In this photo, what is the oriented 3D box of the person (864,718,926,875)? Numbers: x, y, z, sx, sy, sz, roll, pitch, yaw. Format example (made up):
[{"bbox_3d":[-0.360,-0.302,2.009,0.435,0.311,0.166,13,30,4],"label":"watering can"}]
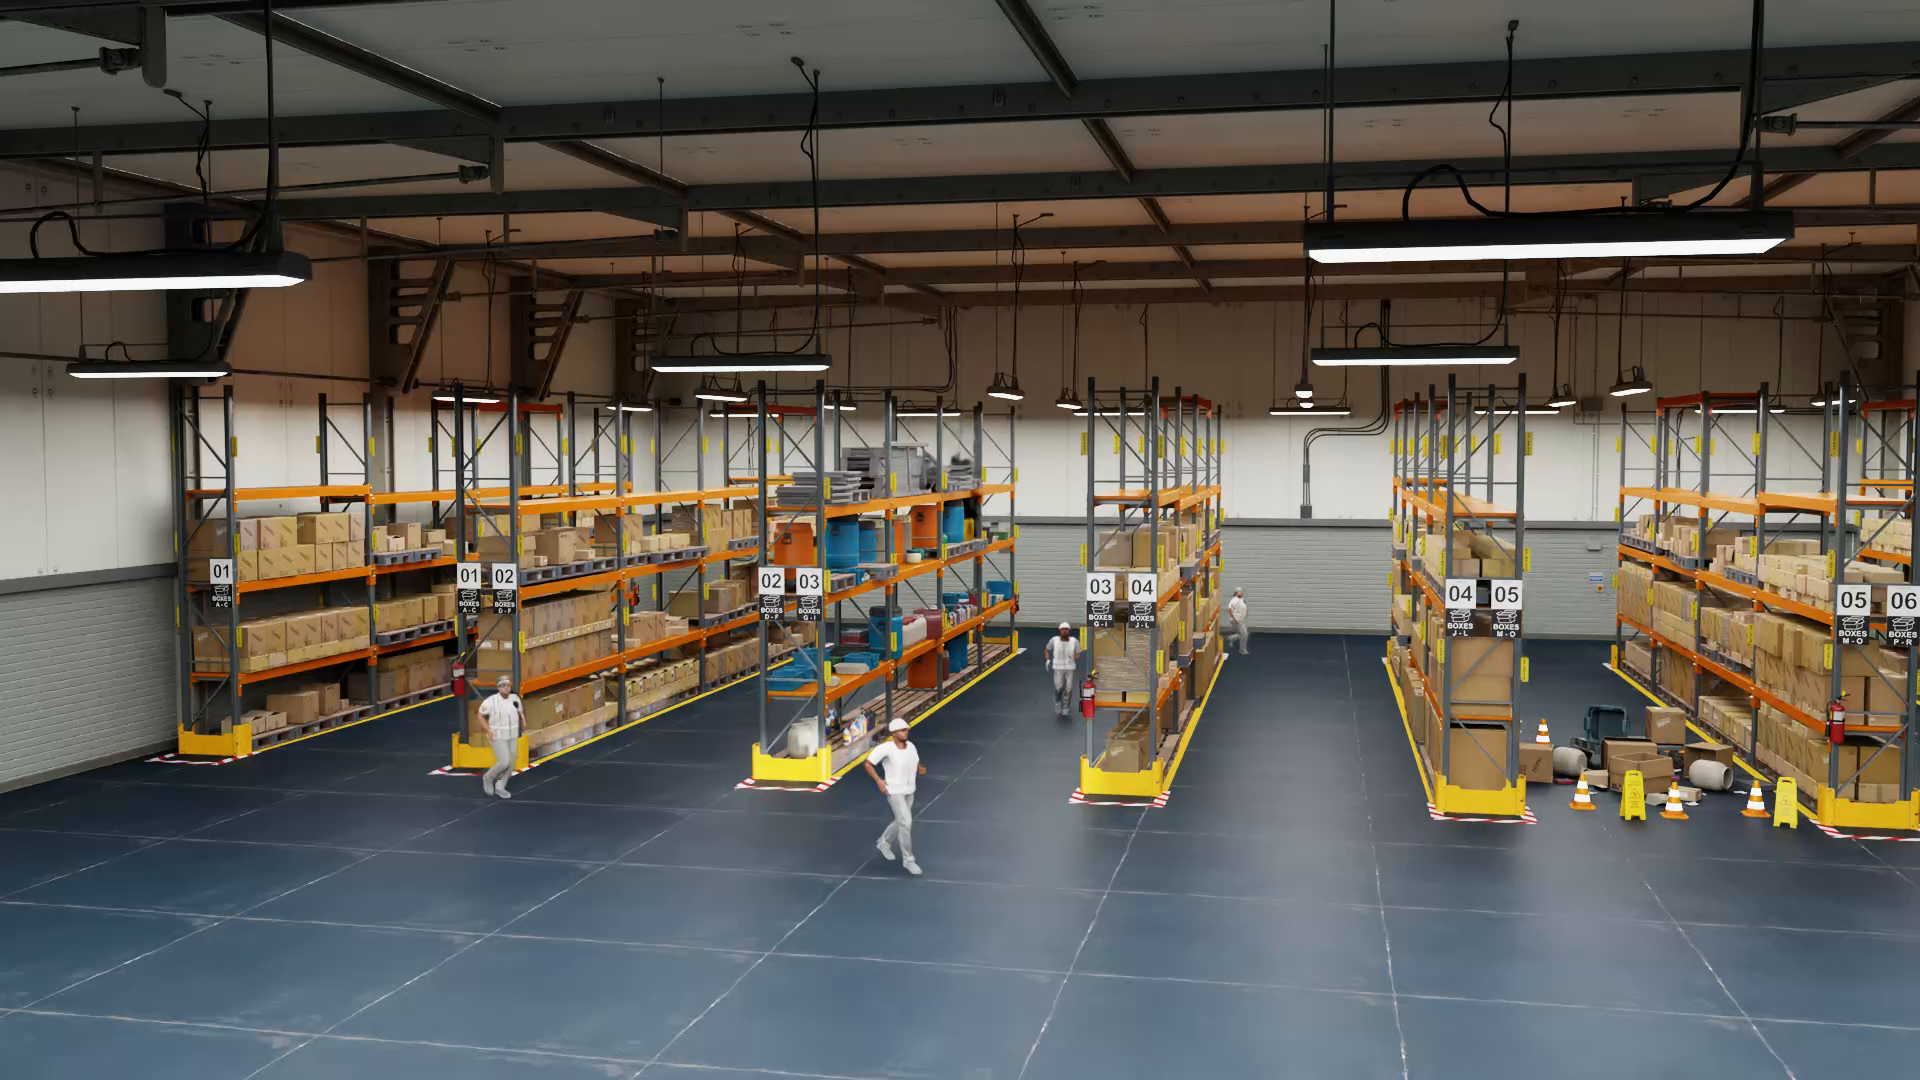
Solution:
[{"bbox_3d":[-0.720,3.002,19.708,0.841,1.789,0.688,3,4,41],"label":"person"}]

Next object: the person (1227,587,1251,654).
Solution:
[{"bbox_3d":[6.729,1.956,40.302,0.616,1.634,0.631,2,4,37],"label":"person"}]

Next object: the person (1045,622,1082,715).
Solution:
[{"bbox_3d":[1.917,2.394,30.719,0.668,1.738,0.634,0,3,-1],"label":"person"}]

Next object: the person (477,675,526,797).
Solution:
[{"bbox_3d":[-6.475,2.800,23.733,0.612,1.753,0.645,3,4,43],"label":"person"}]
